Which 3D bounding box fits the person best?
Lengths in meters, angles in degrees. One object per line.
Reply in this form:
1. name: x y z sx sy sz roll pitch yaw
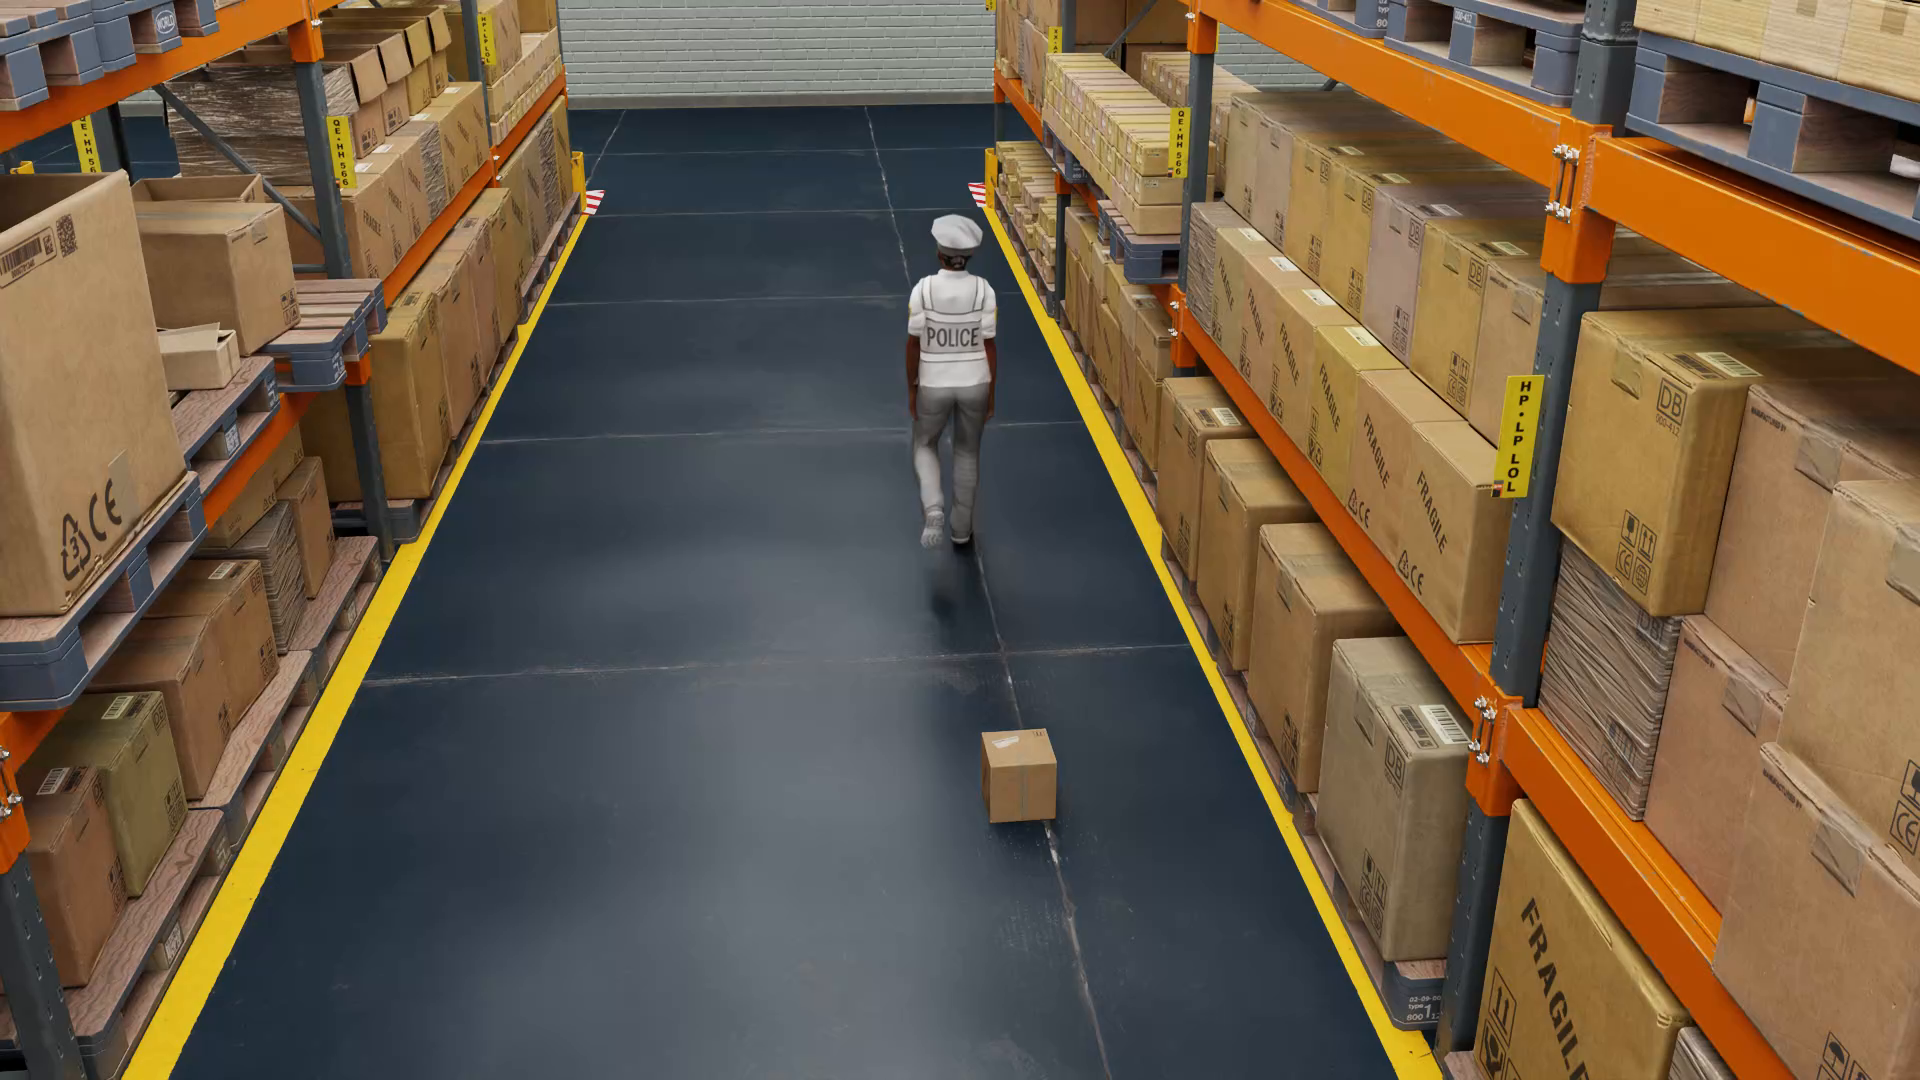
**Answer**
1. person: -0.042 -0.747 8.193 0.448 1.676 0.533 -1 24 -2
